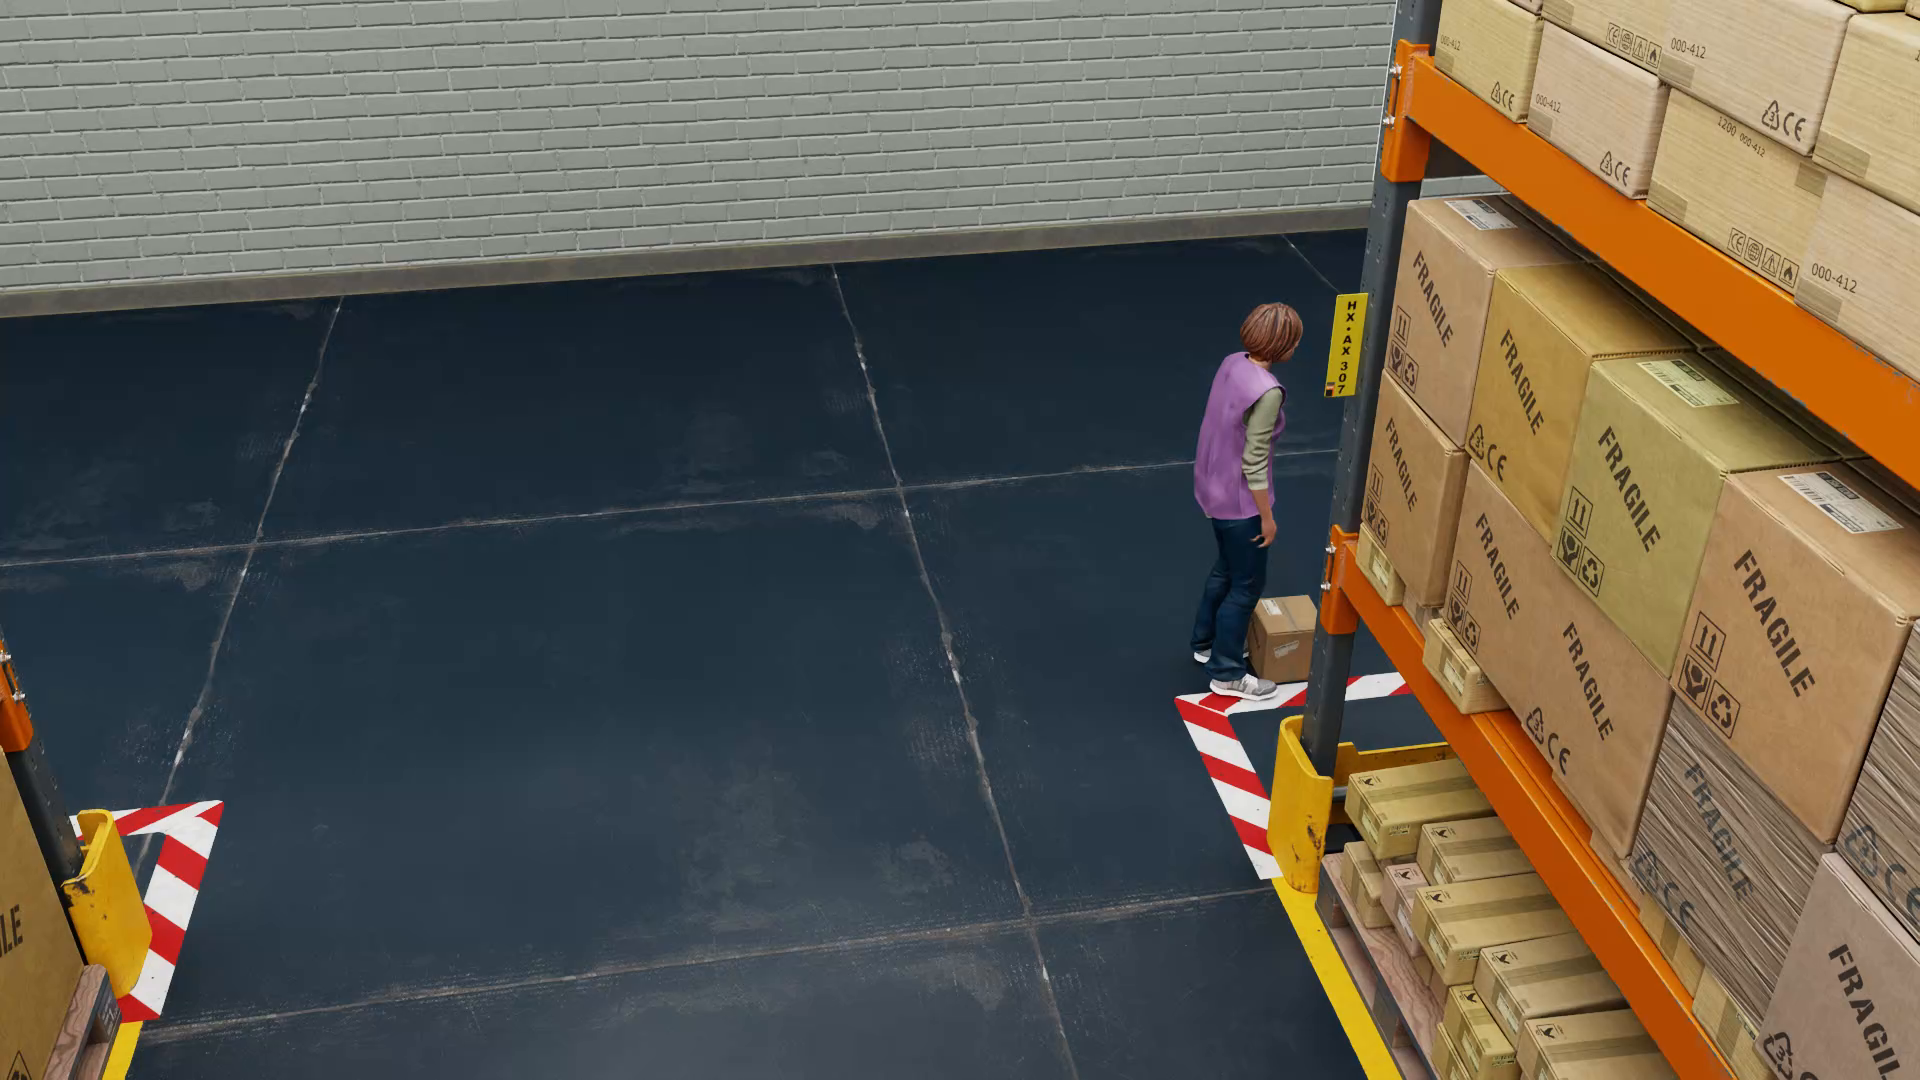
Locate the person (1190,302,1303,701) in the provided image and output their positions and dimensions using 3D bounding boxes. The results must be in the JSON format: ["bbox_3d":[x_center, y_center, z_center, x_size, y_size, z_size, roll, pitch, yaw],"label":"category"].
[{"bbox_3d":[1.082,-0.148,6.400,0.342,1.582,0.485,-5,32,-9],"label":"person"}]
